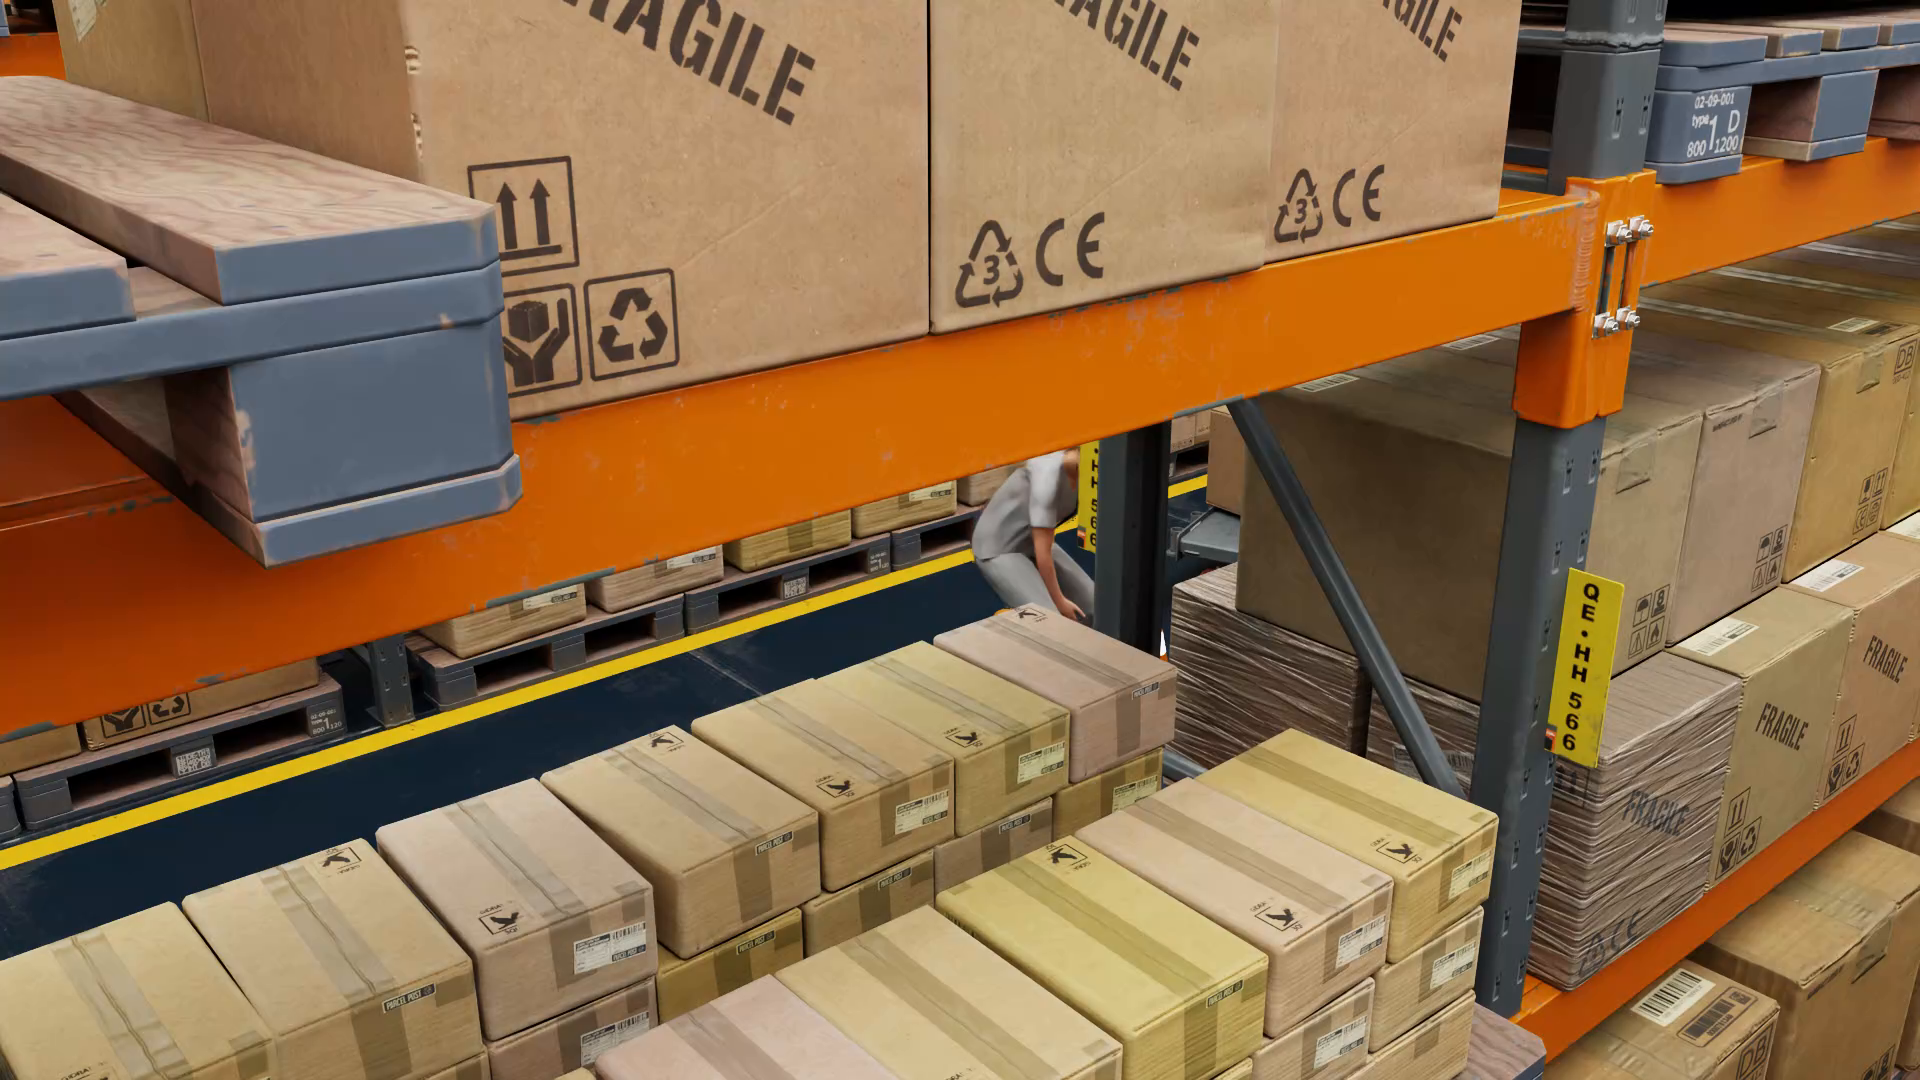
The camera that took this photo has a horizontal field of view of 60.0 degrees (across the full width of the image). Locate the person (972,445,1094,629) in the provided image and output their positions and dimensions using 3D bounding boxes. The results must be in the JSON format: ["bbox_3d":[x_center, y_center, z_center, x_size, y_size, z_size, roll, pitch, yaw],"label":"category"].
[{"bbox_3d":[0.385,0.091,6.832,0.667,1.333,0.491,17,27,37],"label":"person"}]
